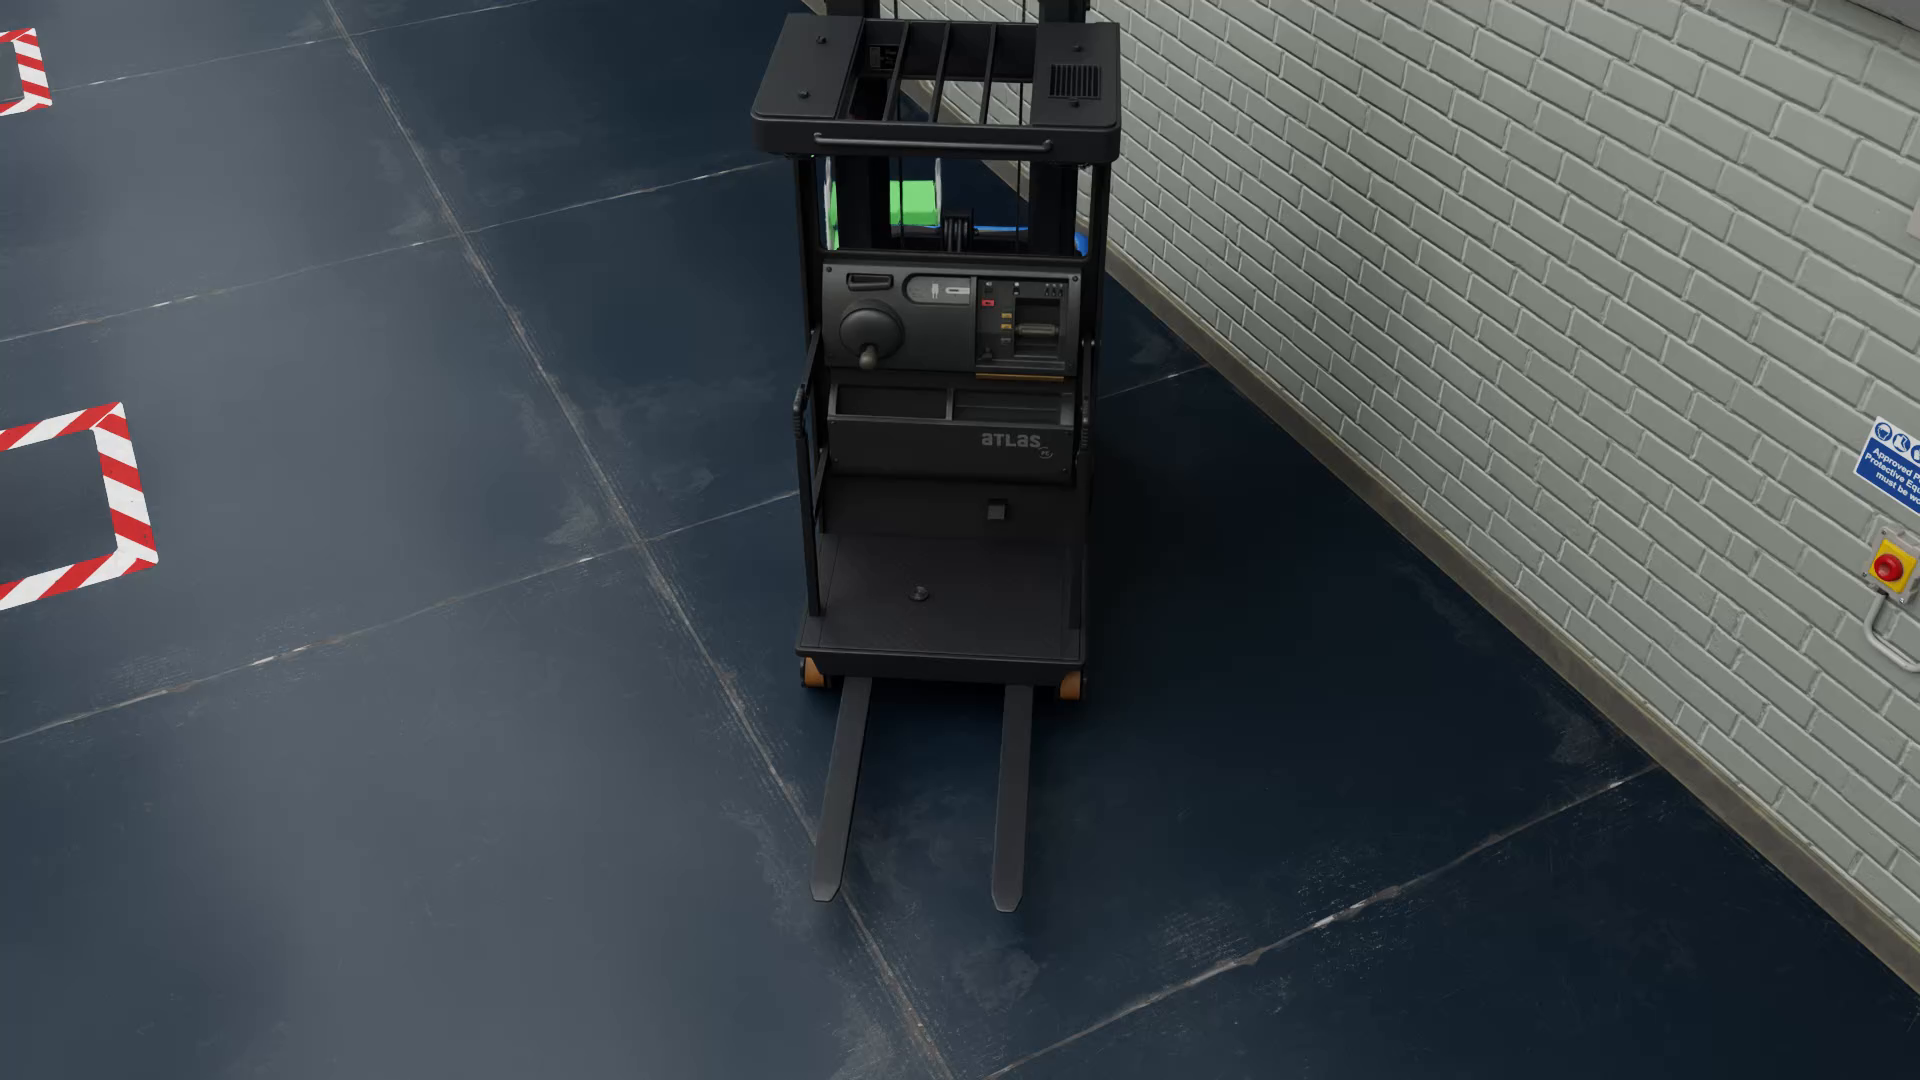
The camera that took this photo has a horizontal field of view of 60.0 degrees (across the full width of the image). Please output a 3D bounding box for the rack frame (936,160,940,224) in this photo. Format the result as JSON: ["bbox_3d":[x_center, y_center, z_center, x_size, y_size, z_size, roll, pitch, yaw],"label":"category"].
[{"bbox_3d":[-0.096,-1.154,7.681,0.015,1.200,0.240,-1,41,-1],"label":"rack frame"}]

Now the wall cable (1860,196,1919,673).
[{"bbox_3d":[2.800,-0.449,4.648,0.123,1.953,0.585,-19,44,-21],"label":"wall cable"}]

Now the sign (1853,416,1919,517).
[{"bbox_3d":[2.832,-0.198,4.953,0.001,0.218,0.327,-19,44,-21],"label":"sign"}]

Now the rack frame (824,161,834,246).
[{"bbox_3d":[-0.584,-1.147,7.673,0.015,1.200,0.240,-1,41,-1],"label":"rack frame"}]

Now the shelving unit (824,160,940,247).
[{"bbox_3d":[-0.340,-1.150,7.677,0.503,1.200,0.258,-1,41,-1],"label":"shelving unit"}]

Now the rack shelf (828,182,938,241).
[{"bbox_3d":[-0.340,-1.464,7.404,0.480,0.148,0.258,-1,41,-1],"label":"rack shelf"}]

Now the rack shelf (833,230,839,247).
[{"bbox_3d":[-0.340,-1.283,7.561,0.480,0.148,0.258,-1,41,-1],"label":"rack shelf"}]

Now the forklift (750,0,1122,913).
[{"bbox_3d":[-0.044,-0.717,5.829,1.130,2.935,3.031,3,40,3],"label":"forklift"}]
